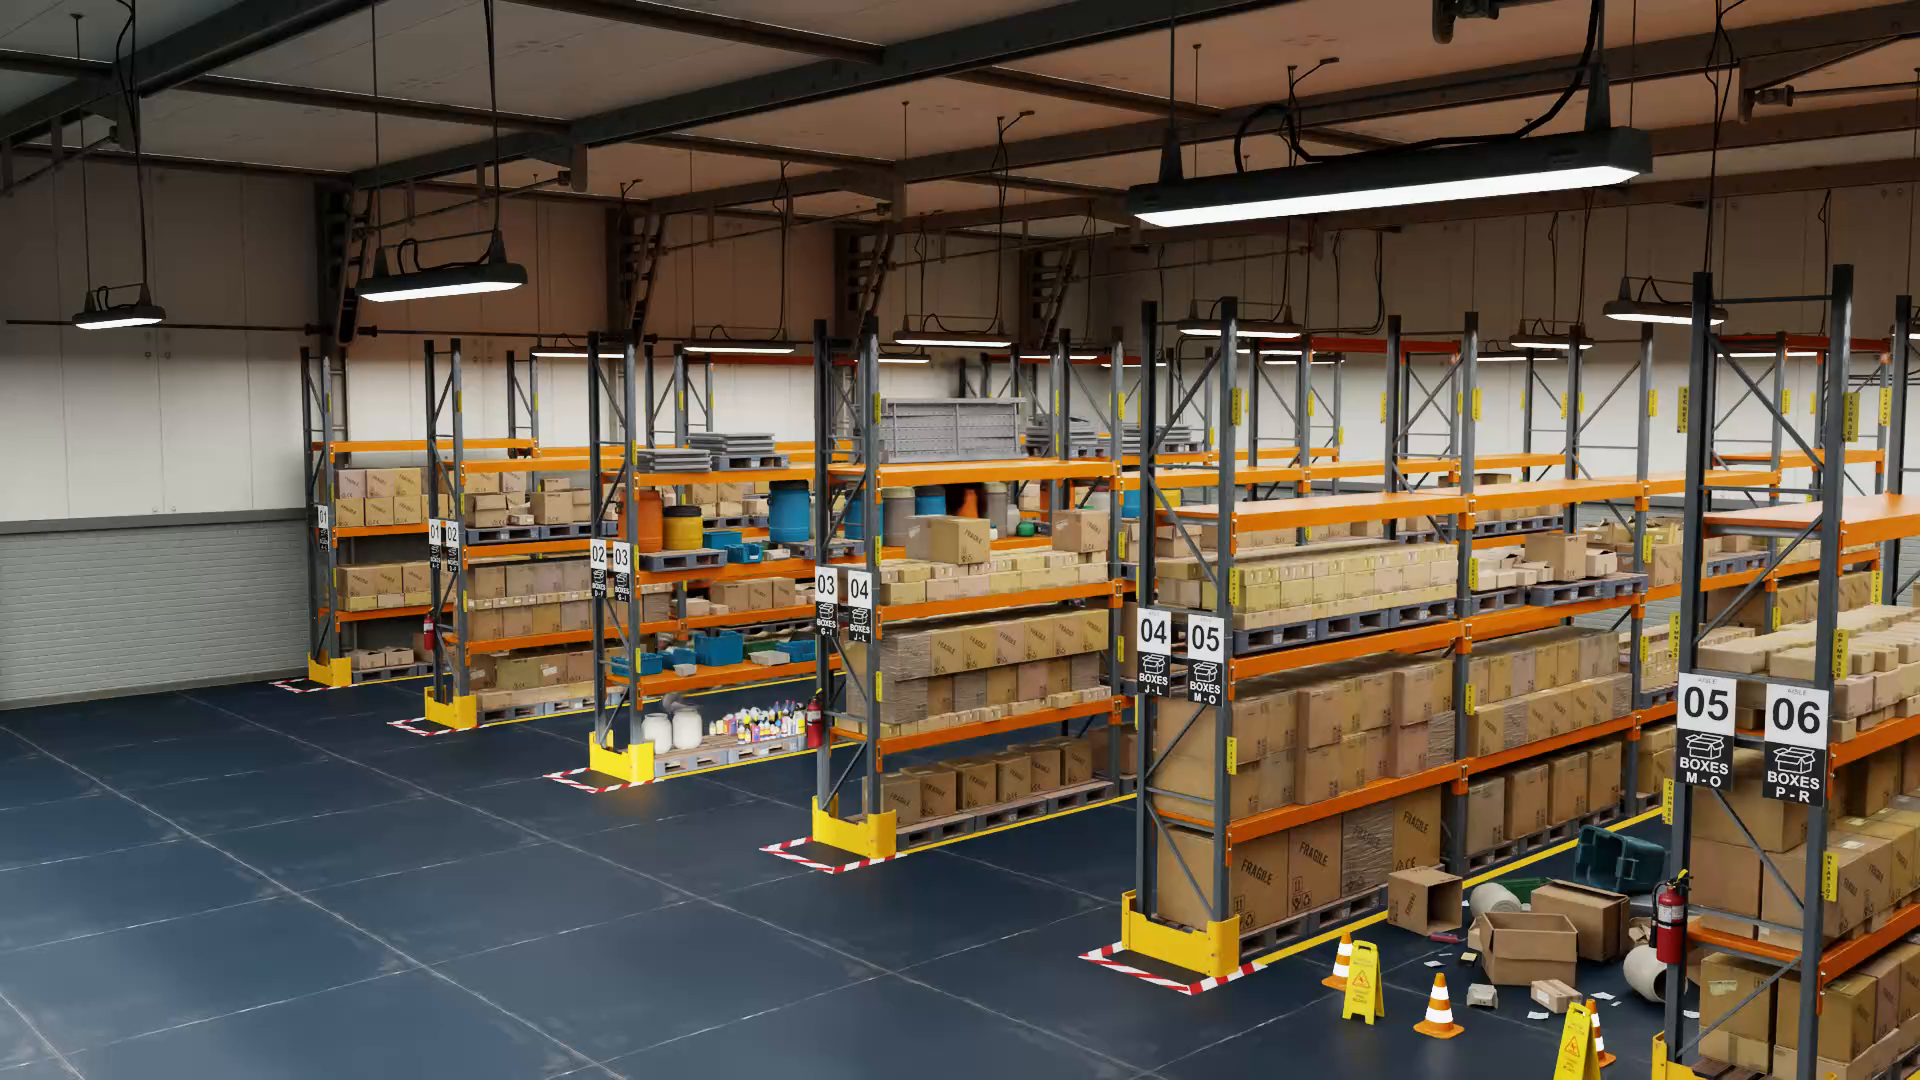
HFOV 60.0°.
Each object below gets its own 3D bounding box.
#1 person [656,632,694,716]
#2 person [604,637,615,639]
[{"bbox_3d":[-4.324,2.174,24.999,0.673,1.612,0.561,-3,6,-31],"label":"person"},{"bbox_3d":[-6.523,1.537,30.898,0.652,1.805,0.983,4,6,38],"label":"person"}]
